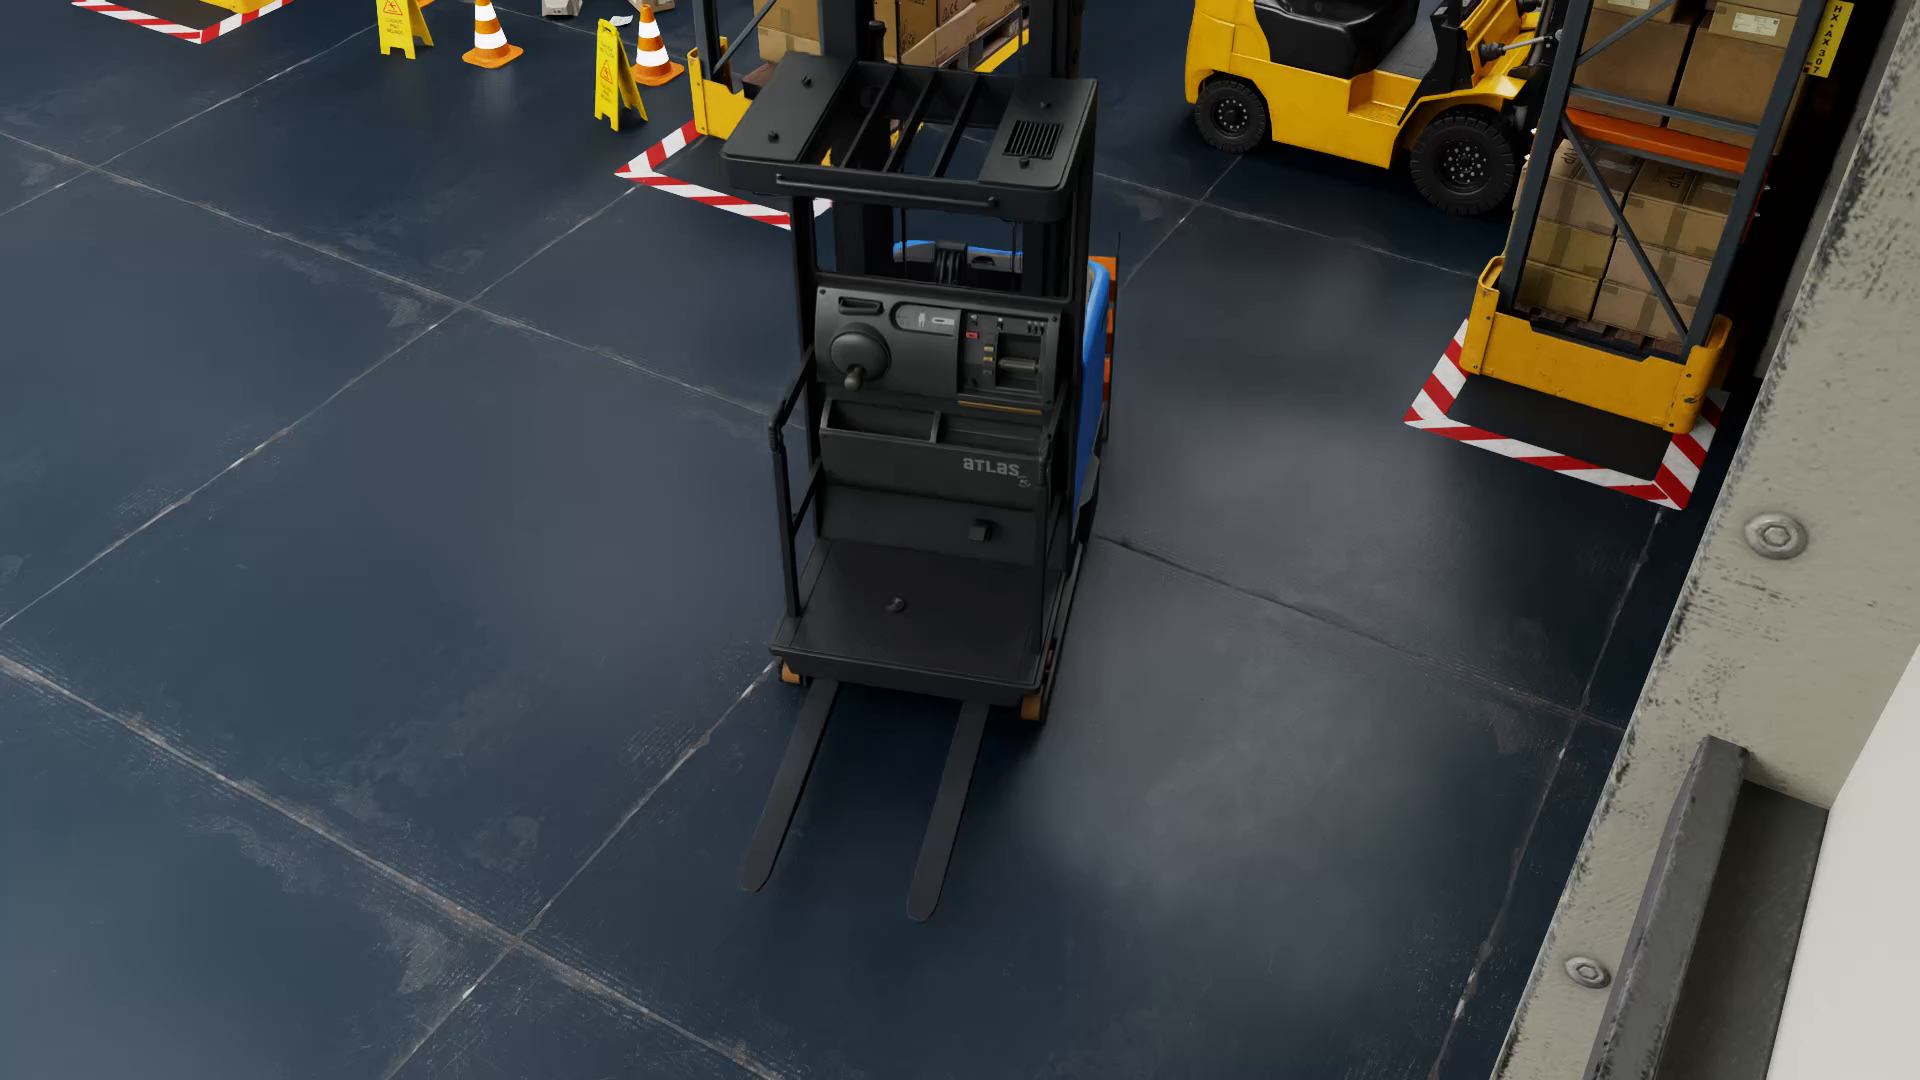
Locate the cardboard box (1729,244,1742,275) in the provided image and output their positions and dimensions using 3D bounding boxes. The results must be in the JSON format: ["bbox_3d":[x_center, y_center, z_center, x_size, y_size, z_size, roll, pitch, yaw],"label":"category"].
[{"bbox_3d":[3.850,-1.555,8.825,0.500,0.250,0.500,21,46,22],"label":"cardboard box"}]

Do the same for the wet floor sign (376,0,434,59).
[{"bbox_3d":[-3.777,-3.597,11.162,0.267,0.644,0.232,14,43,15],"label":"wet floor sign"}]

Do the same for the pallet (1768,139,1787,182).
[{"bbox_3d":[4.727,-2.735,10.511,1.003,0.211,1.213,21,45,22],"label":"pallet"}]

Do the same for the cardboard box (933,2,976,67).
[{"bbox_3d":[-0.235,-3.358,10.872,0.500,0.250,0.500,23,46,24],"label":"cardboard box"}]

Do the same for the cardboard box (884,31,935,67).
[{"bbox_3d":[-0.497,-3.069,10.543,0.500,0.250,0.500,21,45,22],"label":"cardboard box"}]

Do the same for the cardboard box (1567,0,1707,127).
[{"bbox_3d":[3.178,-2.339,7.877,0.500,0.500,0.500,20,45,21],"label":"cardboard box"}]

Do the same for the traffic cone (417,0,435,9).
[{"bbox_3d":[-3.981,-4.034,11.797,0.336,0.463,0.334,21,45,22],"label":"traffic cone"}]

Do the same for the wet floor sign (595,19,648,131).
[{"bbox_3d":[-2.162,-2.934,10.410,0.232,0.644,0.267,-29,49,-29],"label":"wet floor sign"}]

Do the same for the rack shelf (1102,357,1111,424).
[{"bbox_3d":[0.603,-0.733,8.036,0.240,0.259,0.215,3,41,4],"label":"rack shelf"}]

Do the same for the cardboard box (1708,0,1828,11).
[{"bbox_3d":[3.889,-2.468,8.023,0.500,0.500,0.500,22,46,23],"label":"cardboard box"}]

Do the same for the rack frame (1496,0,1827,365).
[{"bbox_3d":[3.159,-1.933,7.491,1.000,3.000,0.127,21,45,22],"label":"rack frame"}]

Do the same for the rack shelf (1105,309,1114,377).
[{"bbox_3d":[0.601,-0.944,7.855,0.240,0.259,0.215,3,41,4],"label":"rack shelf"}]

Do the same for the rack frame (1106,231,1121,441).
[{"bbox_3d":[0.722,-0.945,7.839,0.008,1.050,0.200,3,41,4],"label":"rack frame"}]

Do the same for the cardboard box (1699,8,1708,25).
[{"bbox_3d":[3.446,-2.633,8.210,0.500,0.500,0.500,22,46,23],"label":"cardboard box"}]

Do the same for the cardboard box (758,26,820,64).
[{"bbox_3d":[-0.957,-3.264,10.765,0.500,0.250,0.500,21,45,22],"label":"cardboard box"}]

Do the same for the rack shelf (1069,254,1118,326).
[{"bbox_3d":[0.599,-1.159,7.670,0.240,0.259,0.215,3,41,4],"label":"rack shelf"}]

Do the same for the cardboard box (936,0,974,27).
[{"bbox_3d":[-0.228,-3.665,10.652,0.500,0.500,0.500,19,45,21],"label":"cardboard box"}]

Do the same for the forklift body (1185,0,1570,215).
[{"bbox_3d":[2.529,-3.303,9.689,2.313,2.155,1.214,21,45,22],"label":"forklift body"}]

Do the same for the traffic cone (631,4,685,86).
[{"bbox_3d":[-2.042,-3.293,10.955,0.336,0.463,0.334,21,45,22],"label":"traffic cone"}]

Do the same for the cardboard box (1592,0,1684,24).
[{"bbox_3d":[3.090,-2.505,7.574,0.380,0.149,0.250,22,46,23],"label":"cardboard box"}]

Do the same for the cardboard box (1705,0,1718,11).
[{"bbox_3d":[3.622,-2.485,7.551,0.380,0.149,0.250,21,45,22],"label":"cardboard box"}]

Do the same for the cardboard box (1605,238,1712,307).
[{"bbox_3d":[3.574,-1.447,8.324,0.500,0.250,0.500,22,46,23],"label":"cardboard box"}]

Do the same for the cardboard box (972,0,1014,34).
[{"bbox_3d":[0.027,-3.675,11.231,0.500,0.250,0.500,24,47,25],"label":"cardboard box"}]

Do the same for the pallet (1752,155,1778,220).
[{"bbox_3d":[4.117,-2.034,9.715,1.003,0.211,1.213,21,45,22],"label":"pallet"}]

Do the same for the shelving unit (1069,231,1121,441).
[{"bbox_3d":[0.601,-0.952,7.848,0.252,1.050,0.215,3,41,4],"label":"shelving unit"}]

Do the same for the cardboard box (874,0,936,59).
[{"bbox_3d":[-0.486,-3.364,10.311,0.500,0.500,0.500,19,45,21],"label":"cardboard box"}]

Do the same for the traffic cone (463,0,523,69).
[{"bbox_3d":[-3.173,-3.466,11.151,0.336,0.463,0.334,21,45,22],"label":"traffic cone"}]

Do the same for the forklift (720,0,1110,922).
[{"bbox_3d":[-0.131,-0.640,6.075,1.130,2.935,3.031,8,42,9],"label":"forklift"}]

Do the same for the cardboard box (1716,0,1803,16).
[{"bbox_3d":[3.512,-2.448,7.284,0.380,0.149,0.250,20,45,21],"label":"cardboard box"}]

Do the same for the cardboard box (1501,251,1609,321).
[{"bbox_3d":[3.121,-1.432,8.685,0.500,0.250,0.500,21,46,22],"label":"cardboard box"}]

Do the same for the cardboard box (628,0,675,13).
[{"bbox_3d":[-2.234,-3.921,11.905,0.250,0.149,0.380,-21,45,-22],"label":"cardboard box"}]

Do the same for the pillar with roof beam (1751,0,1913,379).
[{"bbox_3d":[0.561,-5.709,7.239,9.100,9.000,0.400,21,45,22],"label":"pillar with roof beam"}]

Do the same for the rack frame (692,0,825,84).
[{"bbox_3d":[-1.140,-3.573,9.353,1.000,3.000,0.127,21,45,22],"label":"rack frame"}]

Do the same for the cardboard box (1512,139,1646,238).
[{"bbox_3d":[3.120,-1.801,8.347,0.500,0.250,0.500,22,46,23],"label":"cardboard box"}]

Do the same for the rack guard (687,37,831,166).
[{"bbox_3d":[-1.102,-2.678,10.229,1.175,0.500,0.348,21,45,22],"label":"rack guard"}]

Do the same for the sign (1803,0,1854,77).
[{"bbox_3d":[3.637,-2.101,6.967,0.100,0.325,0.005,21,45,22],"label":"sign"}]

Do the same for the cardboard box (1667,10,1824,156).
[{"bbox_3d":[3.648,-2.163,7.676,0.500,0.500,0.500,22,46,23],"label":"cardboard box"}]

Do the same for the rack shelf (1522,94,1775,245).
[{"bbox_3d":[4.160,-2.808,9.029,1.077,0.370,4.000,21,45,22],"label":"rack shelf"}]

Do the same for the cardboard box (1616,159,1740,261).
[{"bbox_3d":[3.564,-1.647,8.172,0.500,0.250,0.500,20,45,21],"label":"cardboard box"}]

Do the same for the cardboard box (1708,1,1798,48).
[{"bbox_3d":[3.553,-2.323,7.367,0.380,0.149,0.250,20,45,21],"label":"cardboard box"}]

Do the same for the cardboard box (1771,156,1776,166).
[{"bbox_3d":[4.589,-2.426,9.814,0.500,0.250,0.500,21,46,22],"label":"cardboard box"}]

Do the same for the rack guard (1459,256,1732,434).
[{"bbox_3d":[3.147,-0.982,8.302,1.175,0.500,0.348,21,45,22],"label":"rack guard"}]

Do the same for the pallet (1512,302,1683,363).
[{"bbox_3d":[3.506,-1.338,8.926,1.003,0.211,1.213,21,45,22],"label":"pallet"}]

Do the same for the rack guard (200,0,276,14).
[{"bbox_3d":[-5.488,-4.200,11.957,1.175,0.500,0.348,21,45,22],"label":"rack guard"}]

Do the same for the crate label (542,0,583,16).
[{"bbox_3d":[-2.833,-3.814,11.793,0.250,0.136,0.298,0,41,0],"label":"crate label"}]

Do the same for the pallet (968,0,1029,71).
[{"bbox_3d":[-0.054,-3.718,11.628,1.003,0.211,1.213,21,45,22],"label":"pallet"}]

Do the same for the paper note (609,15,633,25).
[{"bbox_3d":[-2.391,-3.658,11.696,0.148,0.019,0.142,7,42,8],"label":"paper note"}]

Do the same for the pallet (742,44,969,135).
[{"bbox_3d":[-0.665,-3.023,10.839,1.003,0.211,1.213,21,45,22],"label":"pallet"}]

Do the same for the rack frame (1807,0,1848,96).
[{"bbox_3d":[5.161,-4.222,10.090,1.000,3.000,0.127,21,45,22],"label":"rack frame"}]

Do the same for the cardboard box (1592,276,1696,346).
[{"bbox_3d":[3.574,-1.275,8.507,0.500,0.250,0.500,21,46,22],"label":"cardboard box"}]

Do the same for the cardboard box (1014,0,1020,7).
[{"bbox_3d":[0.282,-3.963,11.559,0.500,0.250,0.500,22,46,23],"label":"cardboard box"}]

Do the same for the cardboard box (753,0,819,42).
[{"bbox_3d":[-0.965,-3.525,10.494,0.500,0.500,0.500,21,46,22],"label":"cardboard box"}]

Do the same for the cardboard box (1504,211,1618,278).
[{"bbox_3d":[3.132,-1.629,8.530,0.500,0.250,0.500,20,45,22],"label":"cardboard box"}]
